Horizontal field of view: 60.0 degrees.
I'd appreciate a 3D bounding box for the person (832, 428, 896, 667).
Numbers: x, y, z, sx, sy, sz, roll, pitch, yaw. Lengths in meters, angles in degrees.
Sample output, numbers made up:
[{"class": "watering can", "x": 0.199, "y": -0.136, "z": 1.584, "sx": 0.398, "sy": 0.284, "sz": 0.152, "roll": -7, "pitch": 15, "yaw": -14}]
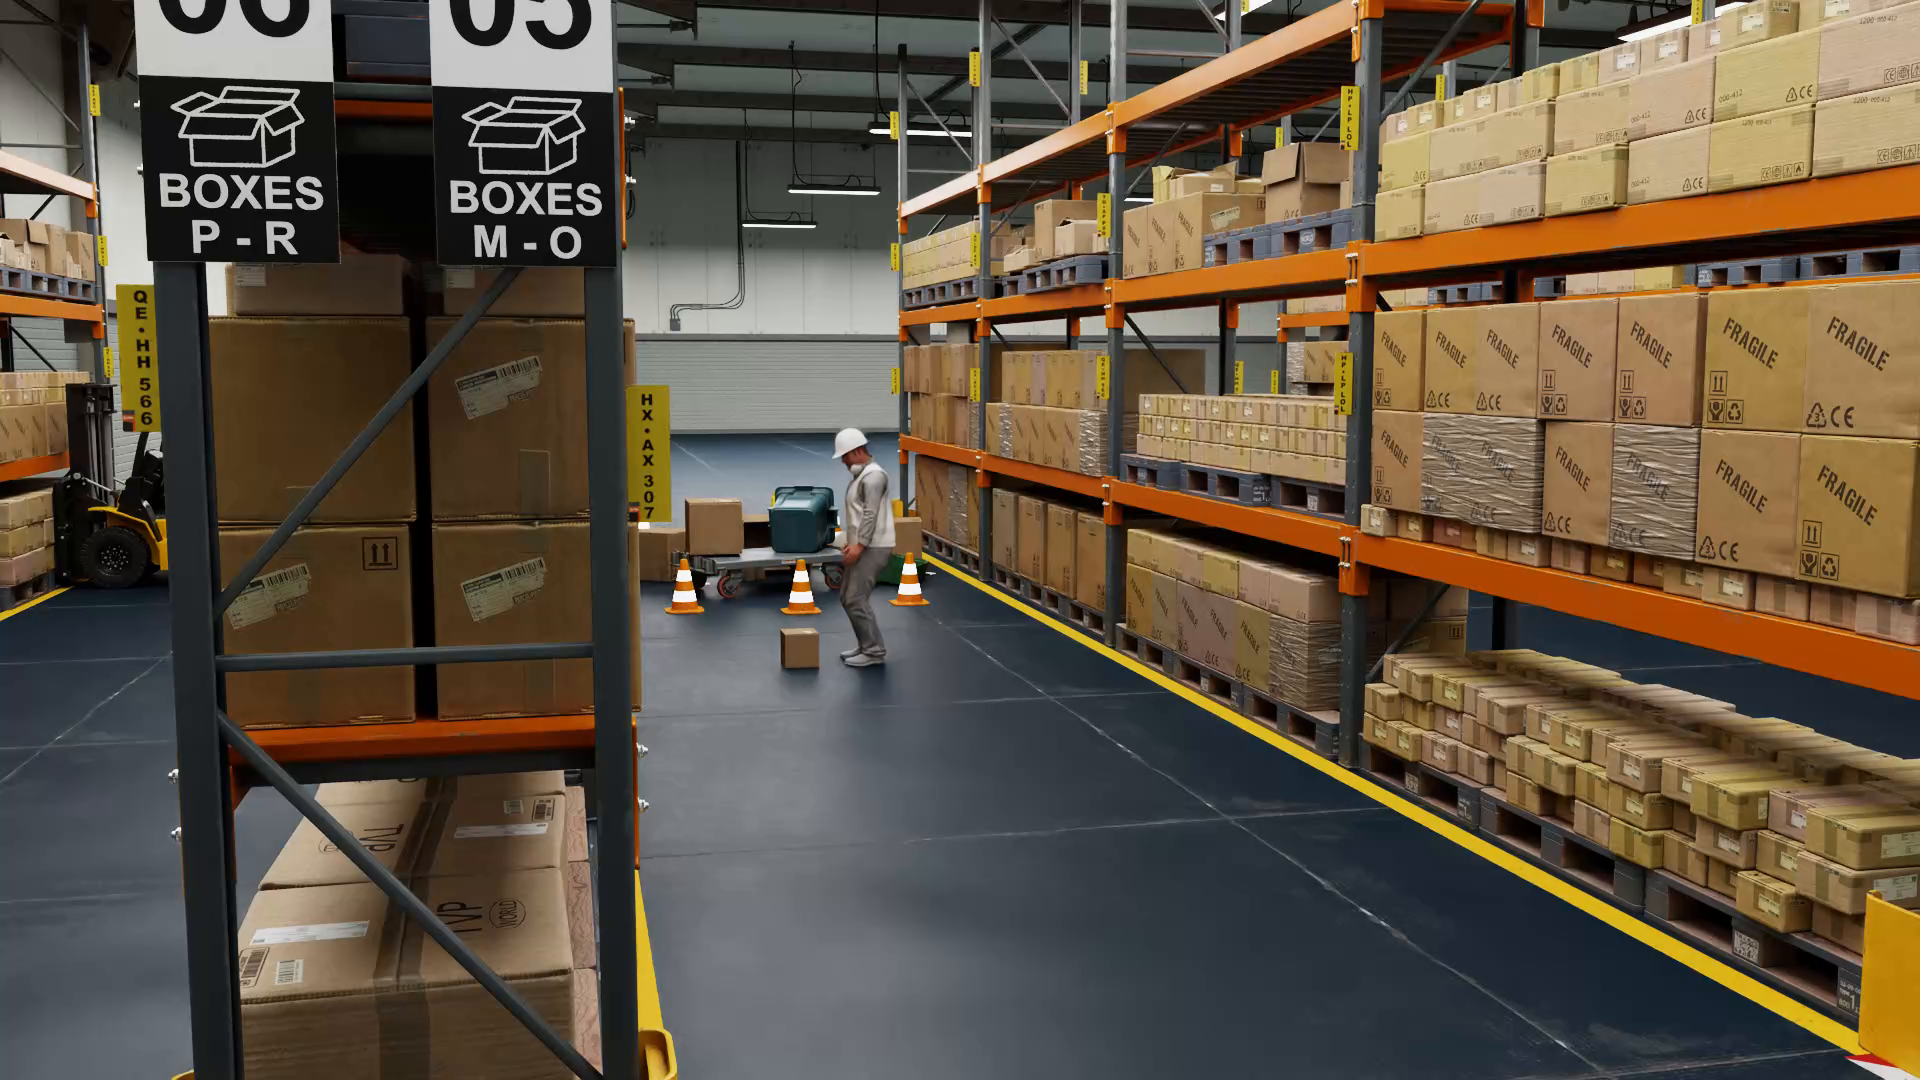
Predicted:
[{"class": "person", "x": -0.704, "y": 0.048, "z": 12.126, "sx": 0.457, "sy": 1.729, "sz": 0.556, "roll": -1, "pitch": 6, "yaw": -12}]
